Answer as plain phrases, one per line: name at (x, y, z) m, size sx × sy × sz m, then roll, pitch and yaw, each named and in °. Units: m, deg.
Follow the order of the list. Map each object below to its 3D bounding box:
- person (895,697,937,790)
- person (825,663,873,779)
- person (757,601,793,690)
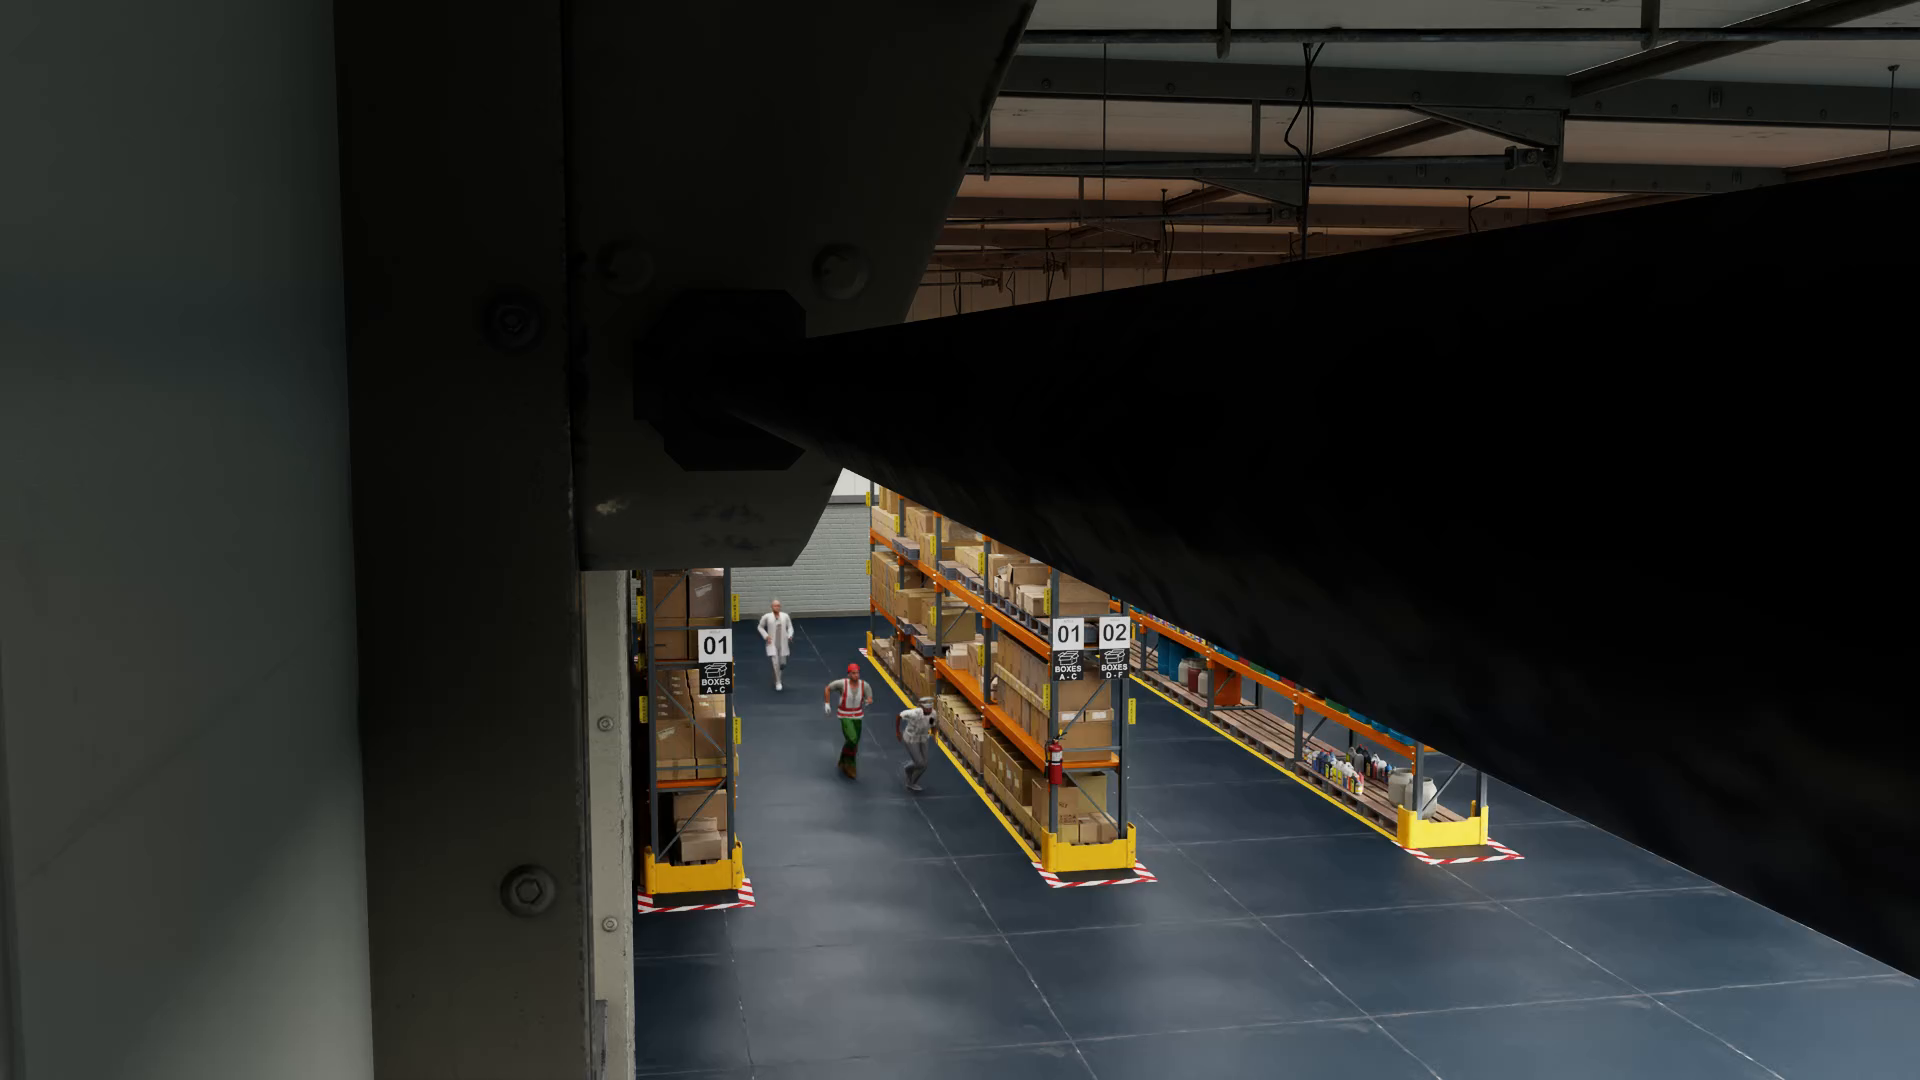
person at (-0.637, 3.030, 24.660) m, size 0.596 × 1.485 × 0.783 m, roll -3°, pitch 7°, yaw -30°
person at (-1.694, 2.769, 25.654) m, size 0.694 × 1.786 × 0.841 m, roll -3°, pitch 7°, yaw -24°
person at (-3.633, 2.055, 32.802) m, size 0.712 × 1.744 × 0.719 m, roll -2°, pitch 6°, yaw -17°
